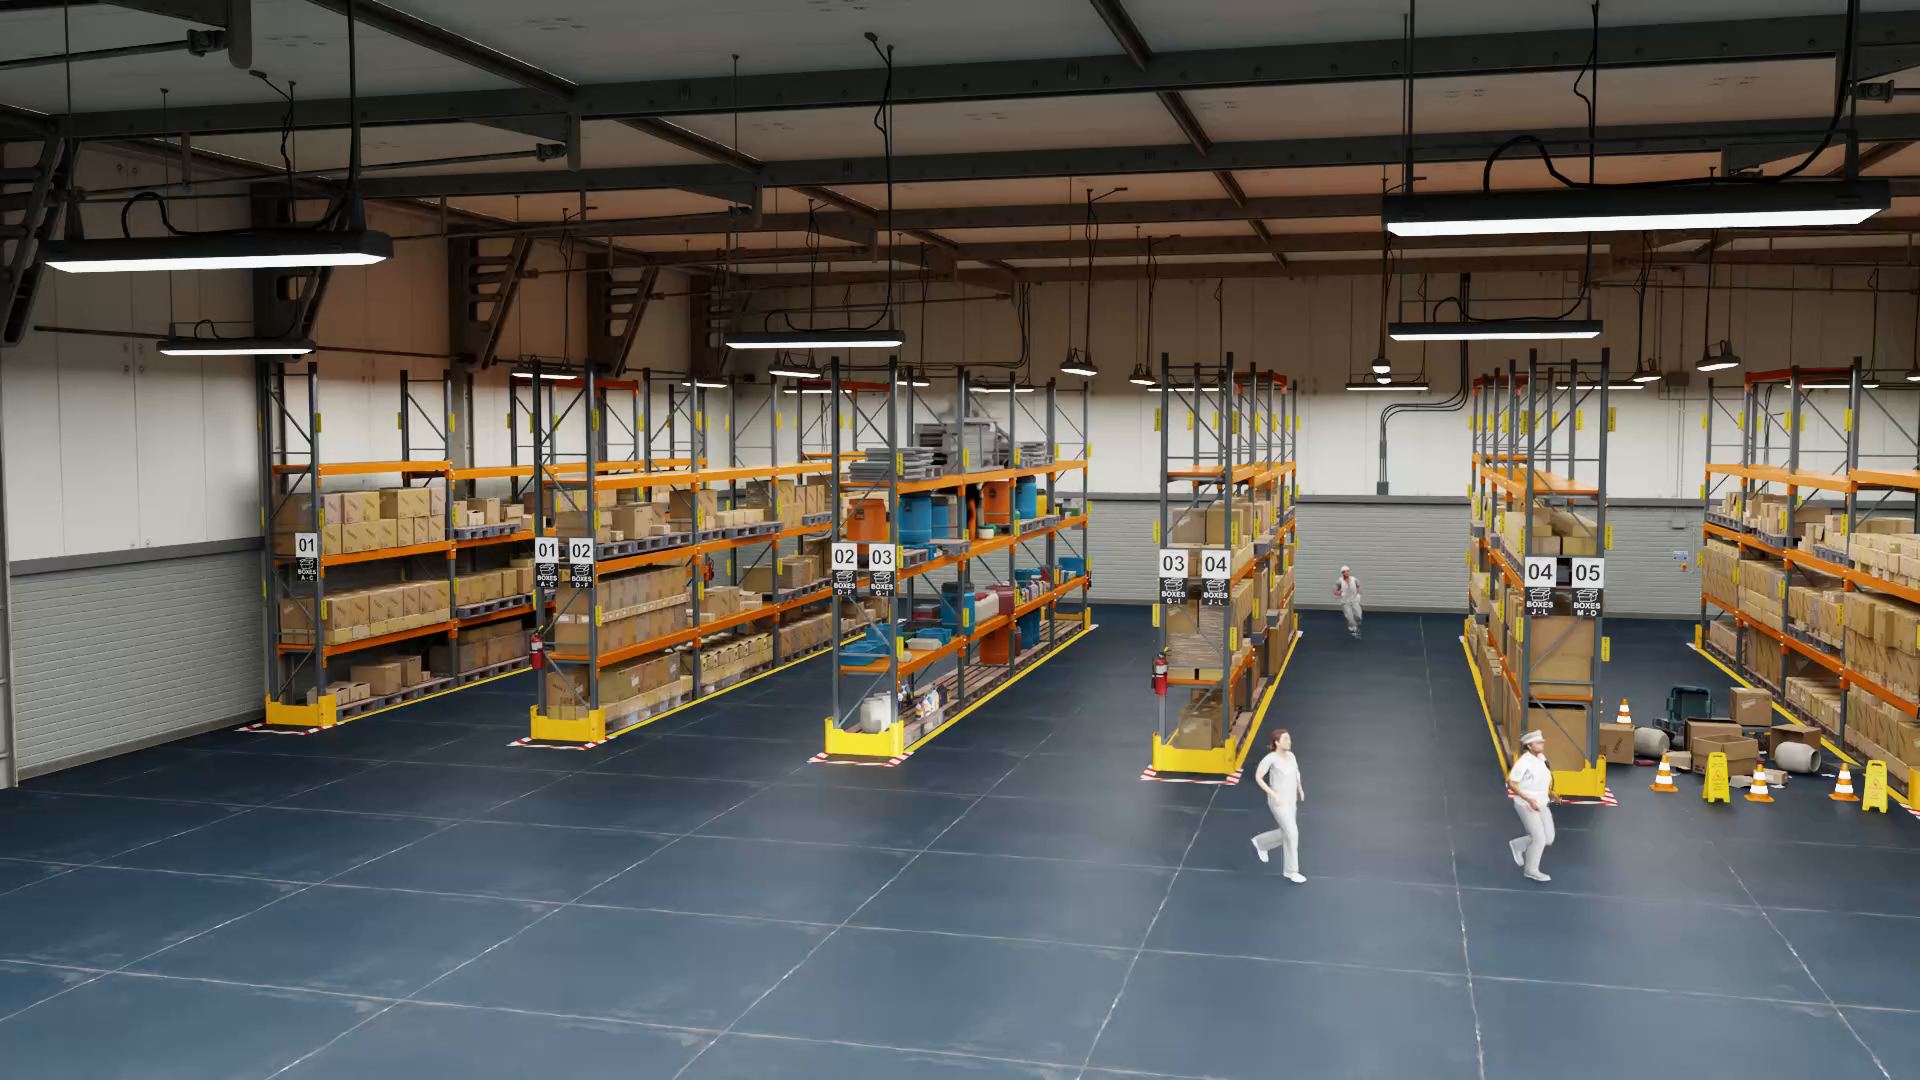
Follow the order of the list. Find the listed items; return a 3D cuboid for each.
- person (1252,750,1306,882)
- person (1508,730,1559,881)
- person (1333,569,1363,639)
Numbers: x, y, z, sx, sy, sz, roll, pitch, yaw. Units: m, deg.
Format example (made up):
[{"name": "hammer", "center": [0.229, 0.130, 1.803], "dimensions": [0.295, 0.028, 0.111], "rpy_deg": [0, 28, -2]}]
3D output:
[{"name": "person", "center": [3.506, 3.014, 18.348], "dimensions": [0.545, 1.399, 0.790], "rpy_deg": [-3, 5, -40]}, {"name": "person", "center": [6.256, 2.890, 18.258], "dimensions": [0.562, 1.655, 0.561], "rpy_deg": [-3, 5, -36]}, {"name": "person", "center": [8.968, 1.466, 38.353], "dimensions": [0.704, 1.664, 0.542], "rpy_deg": [0, 4, 1]}]
